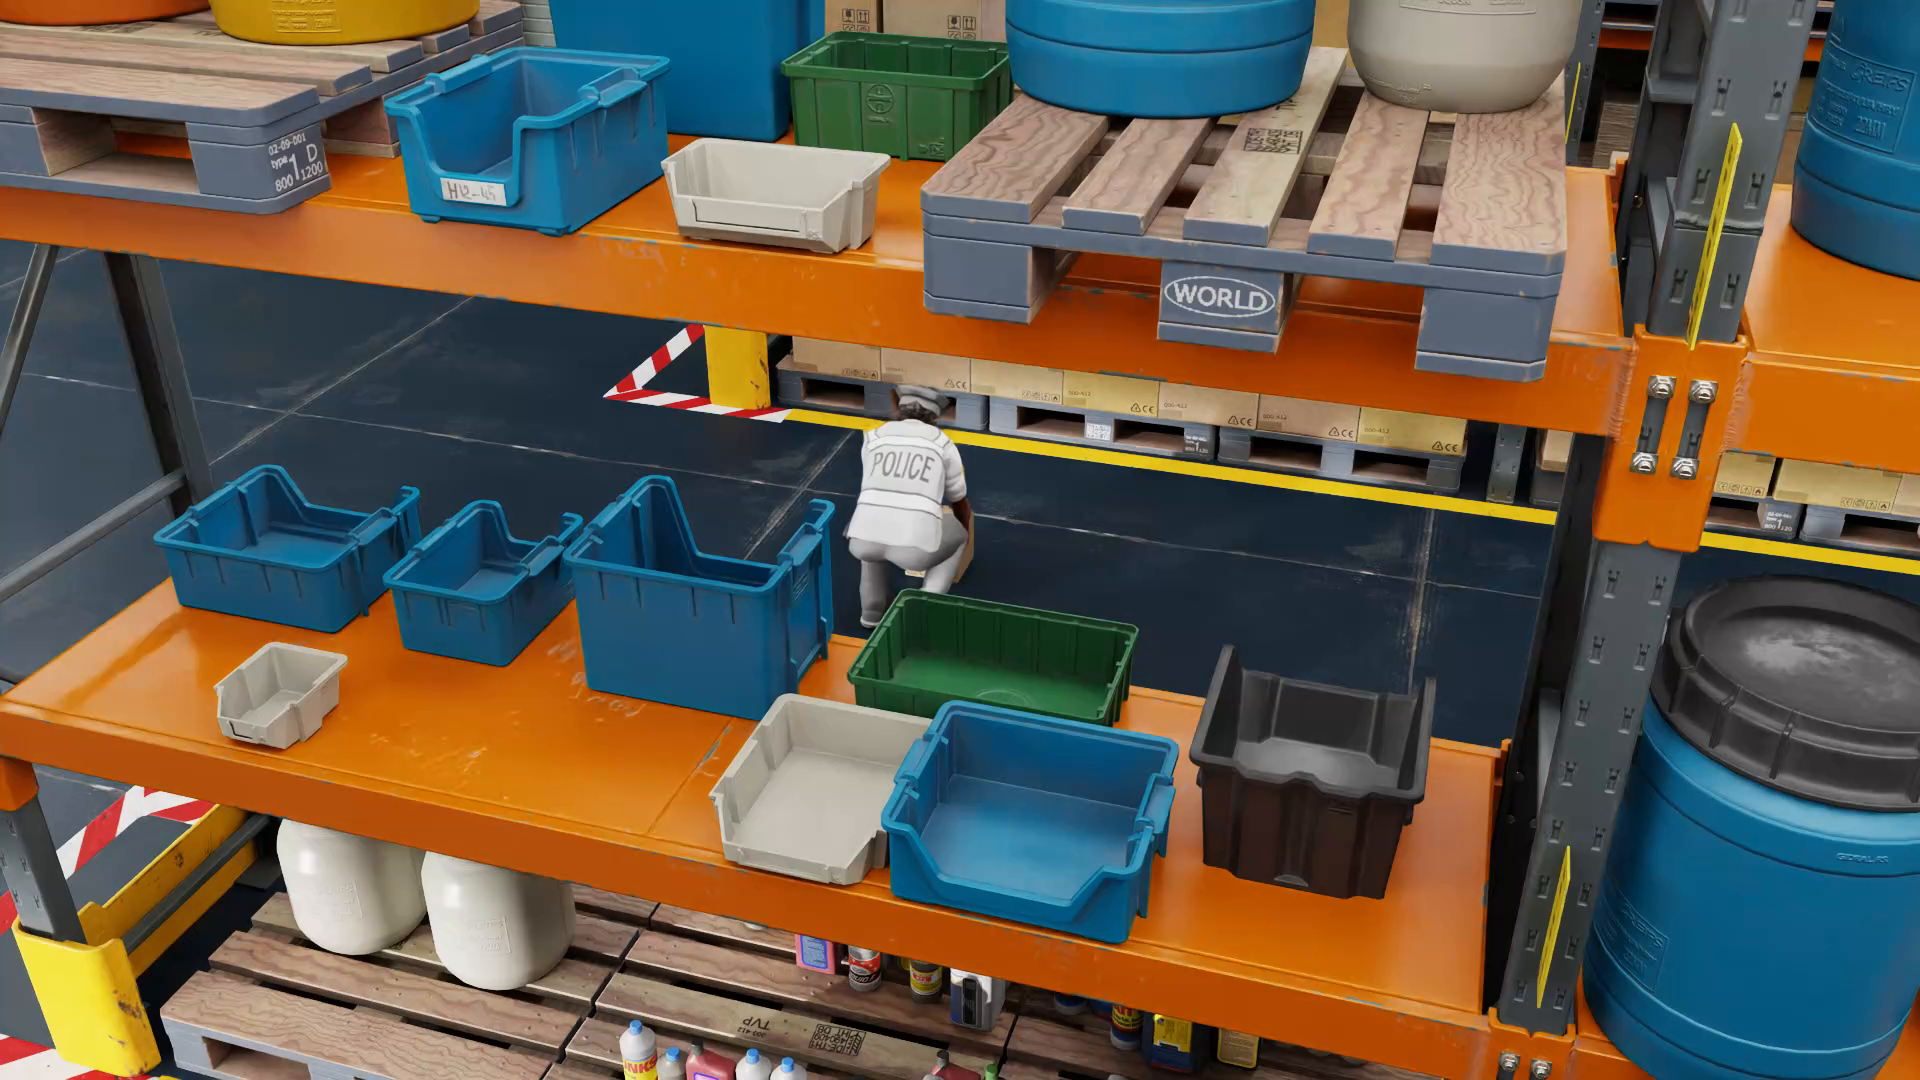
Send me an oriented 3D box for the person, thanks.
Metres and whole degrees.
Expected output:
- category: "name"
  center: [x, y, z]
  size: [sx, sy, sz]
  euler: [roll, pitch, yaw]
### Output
- category: "person"
  center: [-0.217, -0.125, 7.104]
  size: [0.479, 0.931, 0.863]
  euler: [9, 30, 15]
